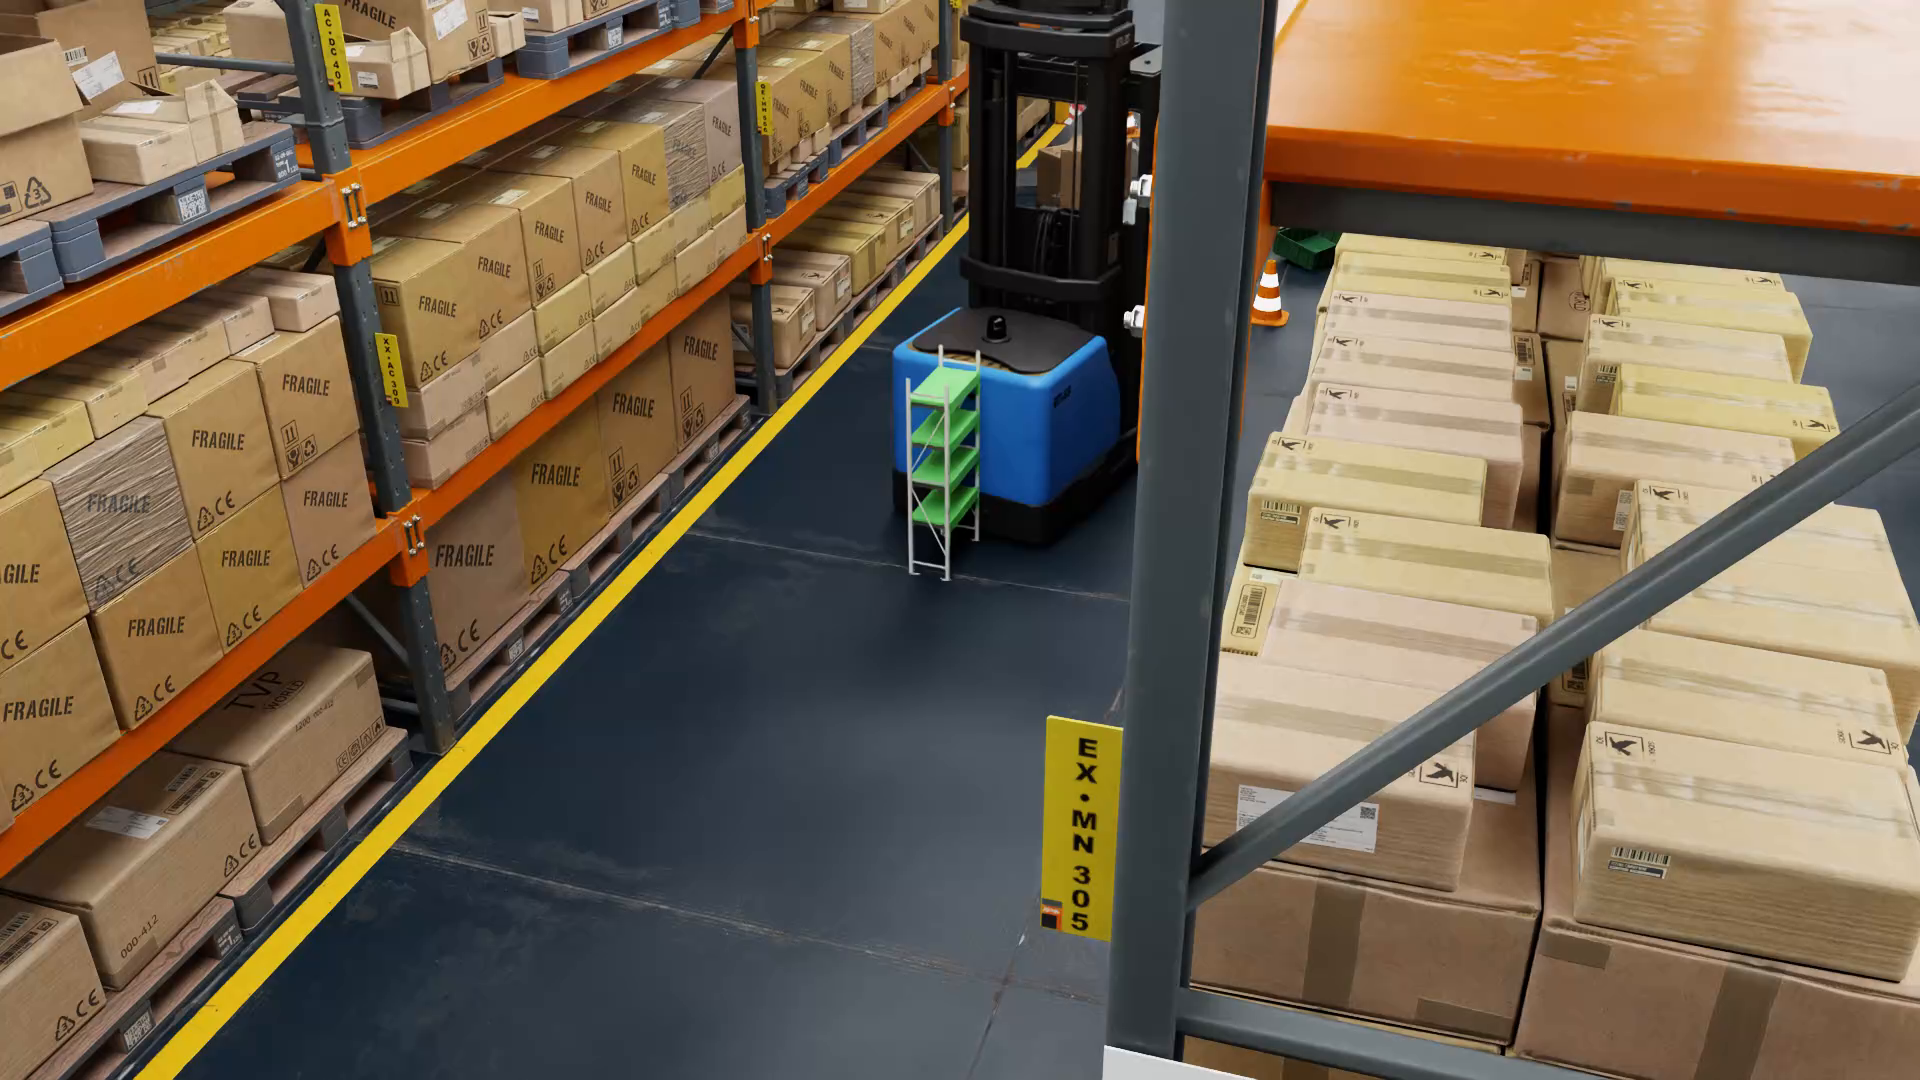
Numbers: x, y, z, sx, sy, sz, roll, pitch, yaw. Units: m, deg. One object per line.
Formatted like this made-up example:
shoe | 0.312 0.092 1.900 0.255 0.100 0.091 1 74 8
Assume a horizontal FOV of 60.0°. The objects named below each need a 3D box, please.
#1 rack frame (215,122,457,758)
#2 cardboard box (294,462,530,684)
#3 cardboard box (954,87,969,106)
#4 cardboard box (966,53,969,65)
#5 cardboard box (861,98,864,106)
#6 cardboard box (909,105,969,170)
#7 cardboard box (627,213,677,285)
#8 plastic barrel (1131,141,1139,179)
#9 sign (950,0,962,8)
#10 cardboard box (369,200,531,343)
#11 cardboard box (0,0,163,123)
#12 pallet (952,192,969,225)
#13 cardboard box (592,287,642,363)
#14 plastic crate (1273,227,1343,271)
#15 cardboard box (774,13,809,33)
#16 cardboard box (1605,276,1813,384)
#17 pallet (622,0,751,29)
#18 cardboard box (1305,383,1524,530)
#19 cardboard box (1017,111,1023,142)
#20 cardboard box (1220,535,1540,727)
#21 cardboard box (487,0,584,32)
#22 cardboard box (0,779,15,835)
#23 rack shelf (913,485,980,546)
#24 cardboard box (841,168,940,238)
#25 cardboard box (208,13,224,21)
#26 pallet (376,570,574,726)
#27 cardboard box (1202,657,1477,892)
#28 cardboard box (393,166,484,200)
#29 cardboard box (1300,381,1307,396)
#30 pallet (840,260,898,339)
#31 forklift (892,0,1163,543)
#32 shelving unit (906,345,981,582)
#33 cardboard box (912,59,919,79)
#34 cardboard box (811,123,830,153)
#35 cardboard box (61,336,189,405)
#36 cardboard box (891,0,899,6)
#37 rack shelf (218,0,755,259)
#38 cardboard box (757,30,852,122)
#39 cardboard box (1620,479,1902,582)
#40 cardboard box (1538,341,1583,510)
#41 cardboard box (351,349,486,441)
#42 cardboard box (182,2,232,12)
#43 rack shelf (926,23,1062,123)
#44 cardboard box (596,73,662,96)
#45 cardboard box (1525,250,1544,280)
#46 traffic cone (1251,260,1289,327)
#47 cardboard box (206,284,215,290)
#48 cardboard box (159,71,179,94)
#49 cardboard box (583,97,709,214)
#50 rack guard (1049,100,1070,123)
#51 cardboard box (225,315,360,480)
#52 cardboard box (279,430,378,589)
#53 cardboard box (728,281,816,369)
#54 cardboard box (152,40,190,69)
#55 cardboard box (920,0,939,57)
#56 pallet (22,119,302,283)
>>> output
rack frame | -2.912 -0.375 7.339 1.000 3.000 0.127 8 30 15
cardboard box | -2.807 0.070 8.292 0.875 0.875 0.875 9 30 16
cardboard box | -0.039 -3.971 14.761 0.380 0.149 0.250 9 30 16
cardboard box | -0.141 -4.209 14.488 0.380 0.149 0.250 9 30 16
cardboard box | -0.940 -3.308 12.438 0.380 0.149 0.250 7 30 13
cardboard box | -0.133 -3.638 14.830 0.500 0.500 0.500 10 31 17
cardboard box | -1.915 -1.646 9.263 0.500 0.250 0.500 8 30 14
plastic barrel | 1.451 -3.650 15.876 0.421 0.421 0.512 -17 34 -28
sign | -0.033 -4.521 13.601 0.100 0.325 0.005 8 30 15
cardboard box | -2.386 -1.260 7.797 0.500 0.500 0.500 8 30 15
cardboard box | -3.286 -1.713 6.021 0.500 0.500 0.500 9 30 16
pallet | -0.401 -3.192 15.270 1.003 0.211 1.213 8 30 15
cardboard box | -2.059 -1.184 8.947 0.500 0.250 0.500 8 30 14
plastic crate | 2.996 -2.498 13.987 0.662 0.188 0.450 -24 47 -37
cardboard box | -1.421 -3.572 12.245 0.500 0.500 0.500 7 30 13
cardboard box | 1.609 -0.444 3.607 0.380 0.149 0.250 8 30 14
pallet | -1.877 -3.156 9.446 1.213 0.211 1.003 10 31 17
cardboard box | 0.839 -0.159 3.094 0.380 0.149 0.250 8 30 14
cardboard box | 0.322 -4.036 16.316 0.500 0.250 0.500 7 30 13
cardboard box | 0.716 0.191 2.875 0.500 0.250 0.500 8 30 14
cardboard box | -2.041 -2.610 7.977 0.396 0.266 0.258 11 31 19
cardboard box | -3.383 0.785 5.150 0.500 0.500 0.500 8 30 15
rack shelf | -0.087 -0.159 9.426 0.258 0.148 0.480 10 31 18
cardboard box | -0.716 -2.884 14.120 0.950 0.372 0.625 9 30 16
cardboard box | -5.757 -4.110 13.282 0.380 0.149 0.250 8 30 15
pallet | -2.758 0.474 8.681 1.003 0.211 1.213 8 30 15
cardboard box | 0.492 0.309 2.254 0.380 0.149 0.250 8 30 14
cardboard box | -2.709 -1.574 8.362 0.500 0.500 0.500 9 30 16
cardboard box | 1.151 -0.310 4.291 0.500 0.250 0.500 10 31 17
pallet | -1.148 -1.944 13.027 1.003 0.211 1.213 8 30 15
forklift | 0.757 -1.948 10.236 1.130 2.935 3.031 15 33 25
shelving unit | -0.087 -0.424 9.278 0.258 1.200 0.503 10 31 18
cardboard box | -0.546 -3.768 13.264 0.380 0.149 0.250 8 30 13
cardboard box | -1.125 -2.804 11.532 0.380 0.149 0.250 9 30 15
cardboard box | -3.019 -0.609 5.960 0.380 0.149 0.250 8 30 14
cardboard box | -0.674 -4.165 12.643 0.380 0.149 0.250 8 30 13
rack shelf | -2.325 -2.301 8.455 1.077 0.370 4.000 8 30 15
cardboard box | -1.089 -3.258 11.681 0.500 0.500 0.500 9 30 16
cardboard box | 1.301 0.043 2.732 0.380 0.149 0.250 9 30 16
cardboard box | 1.511 -0.199 3.576 0.500 0.250 0.500 7 30 13
cardboard box | -2.514 -0.692 7.549 0.500 0.250 0.500 8 30 13
cardboard box | -6.111 -4.292 13.610 0.380 0.149 0.250 9 30 15
rack shelf | 0.023 -4.708 15.868 1.077 0.370 4.000 8 30 15
cardboard box | -2.117 -2.520 10.064 0.500 0.500 0.500 8 30 13
cardboard box | 1.328 -0.759 4.584 0.500 0.250 0.500 8 30 15
traffic cone | 2.360 -1.917 12.720 0.336 0.463 0.334 8 30 15
cardboard box | -3.253 -1.030 6.717 0.380 0.149 0.250 8 30 14
cardboard box | -6.097 -3.261 12.167 0.500 0.250 0.500 8 30 15
cardboard box | -1.783 -2.197 9.483 0.500 0.500 0.500 9 30 16
rack guard | 0.588 -4.824 17.908 1.175 0.500 0.348 8 30 15
cardboard box | -2.787 -0.597 6.606 0.500 0.500 0.500 8 30 14
cardboard box | -2.804 -0.167 6.862 0.500 0.500 0.500 9 30 15
cardboard box | -1.563 -1.530 11.687 0.950 0.372 0.625 6 30 11
cardboard box | -5.981 -3.621 12.404 0.380 0.149 0.250 9 30 16
cardboard box | -0.480 -4.203 13.378 0.500 0.500 0.500 8 30 14
pallet | -3.163 -1.268 5.950 1.003 0.211 1.213 8 30 15
